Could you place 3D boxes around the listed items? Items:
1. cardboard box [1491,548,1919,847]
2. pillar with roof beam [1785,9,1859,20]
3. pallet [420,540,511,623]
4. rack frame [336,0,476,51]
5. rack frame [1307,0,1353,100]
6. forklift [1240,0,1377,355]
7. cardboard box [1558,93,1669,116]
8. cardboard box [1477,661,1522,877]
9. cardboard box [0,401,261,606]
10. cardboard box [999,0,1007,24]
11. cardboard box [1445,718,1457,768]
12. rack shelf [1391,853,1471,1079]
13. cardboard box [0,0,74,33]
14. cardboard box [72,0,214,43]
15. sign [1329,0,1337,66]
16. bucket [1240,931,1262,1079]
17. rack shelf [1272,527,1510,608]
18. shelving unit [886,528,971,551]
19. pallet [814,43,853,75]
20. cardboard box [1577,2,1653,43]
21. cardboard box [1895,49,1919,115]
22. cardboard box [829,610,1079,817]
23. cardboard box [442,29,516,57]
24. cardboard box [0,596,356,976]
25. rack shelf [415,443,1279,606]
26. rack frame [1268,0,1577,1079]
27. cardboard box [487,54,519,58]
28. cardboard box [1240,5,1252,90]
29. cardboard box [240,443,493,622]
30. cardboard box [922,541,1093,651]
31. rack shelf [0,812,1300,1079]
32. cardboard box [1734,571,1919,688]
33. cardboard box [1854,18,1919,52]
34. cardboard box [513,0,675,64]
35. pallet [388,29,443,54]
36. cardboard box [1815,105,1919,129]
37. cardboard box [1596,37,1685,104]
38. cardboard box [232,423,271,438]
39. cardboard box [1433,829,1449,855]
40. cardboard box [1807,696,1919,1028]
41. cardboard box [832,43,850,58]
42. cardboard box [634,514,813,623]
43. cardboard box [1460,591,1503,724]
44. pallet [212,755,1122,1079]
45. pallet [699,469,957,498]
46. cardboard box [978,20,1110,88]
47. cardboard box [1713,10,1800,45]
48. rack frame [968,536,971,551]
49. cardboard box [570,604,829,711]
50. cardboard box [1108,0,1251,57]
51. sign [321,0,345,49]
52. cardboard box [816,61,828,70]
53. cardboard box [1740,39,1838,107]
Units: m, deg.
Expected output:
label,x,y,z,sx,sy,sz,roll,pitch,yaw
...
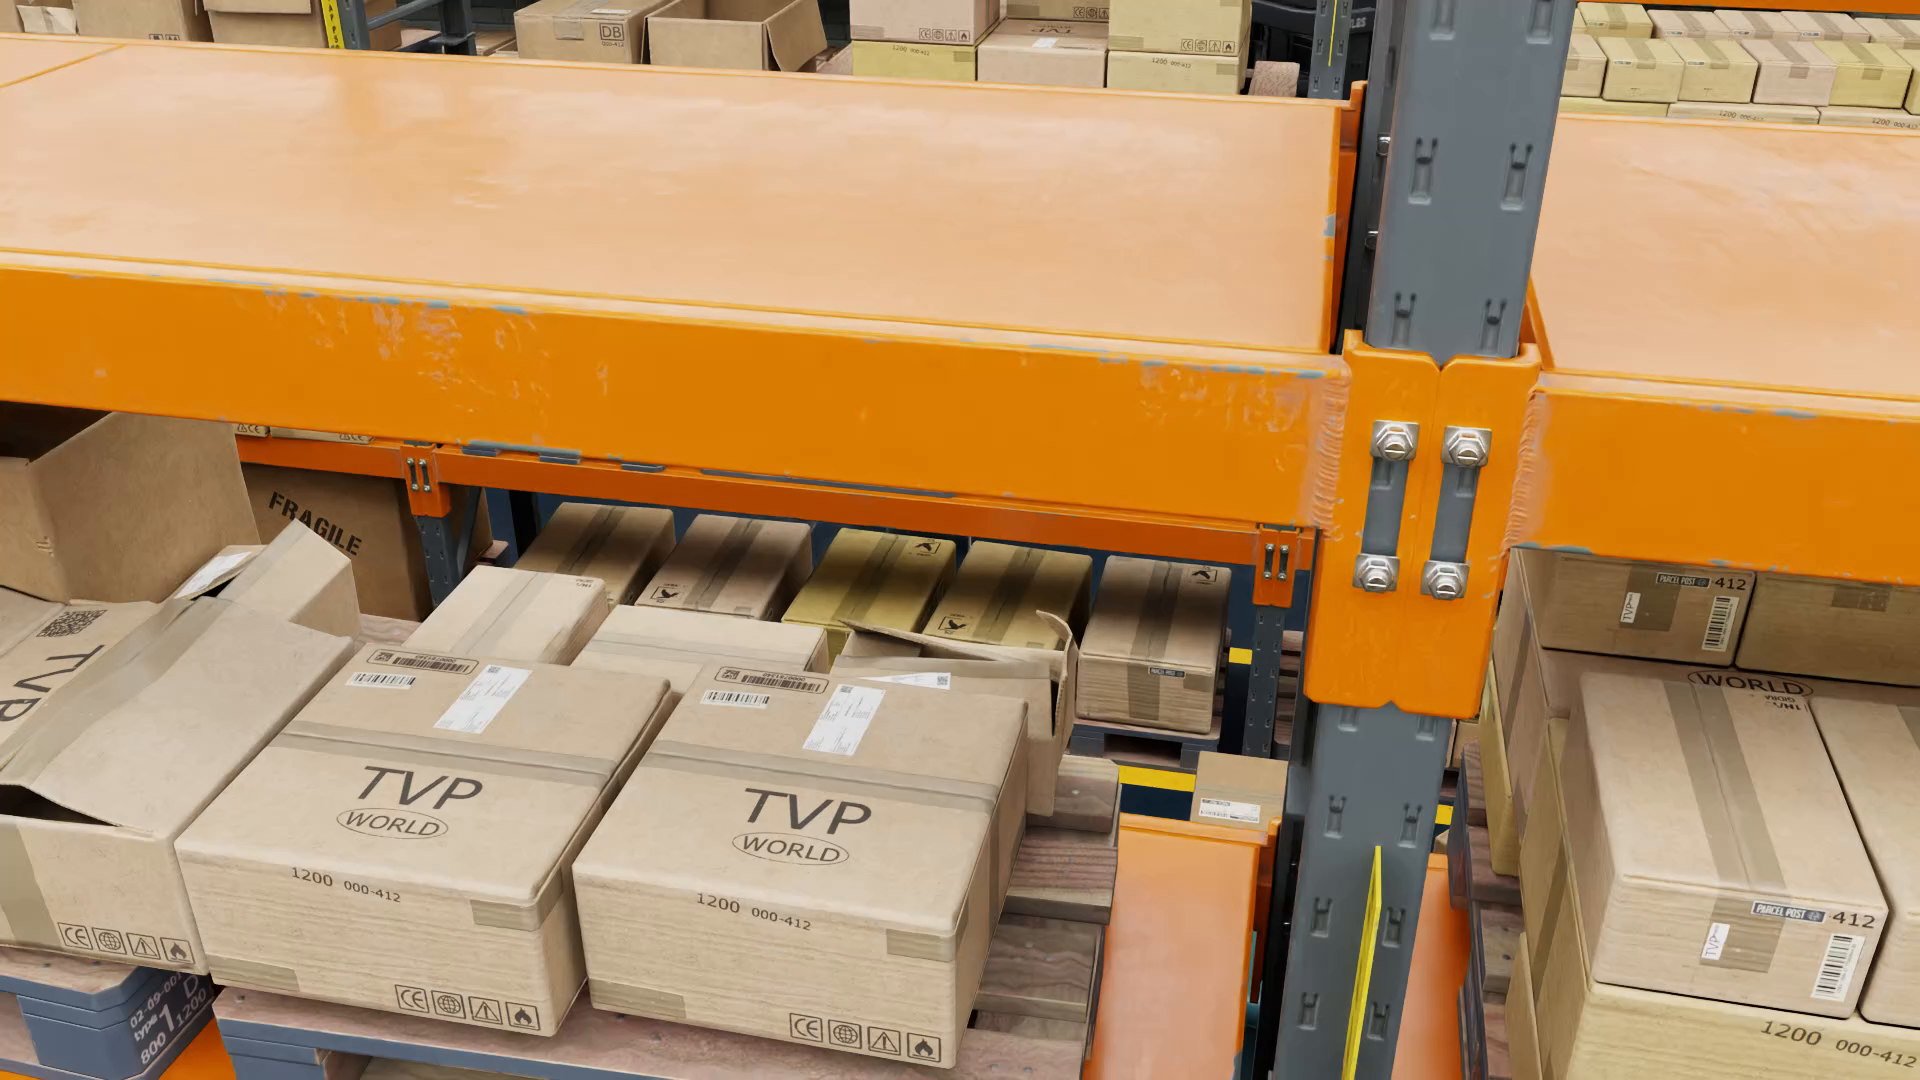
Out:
label,x,y,z,sx,sy,sz,roll,pitch,yaw
cardboard box,1.062,0.224,2.398,0.500,0.250,0.500,6,29,10
pillar with roof beam,5.015,-3.464,6.706,0.400,9.000,9.100,6,29,11
pallet,-3.205,0.277,9.024,1.213,0.211,1.003,6,29,11
rack frame,-2.450,-3.463,6.705,0.127,3.000,1.000,6,29,11
rack frame,1.462,-3.062,5.972,0.127,3.000,1.000,6,29,11
forklift,2.481,-2.146,10.618,3.031,2.935,1.130,-16,32,-27
cardboard box,2.342,-1.591,6.255,0.500,0.250,0.500,6,29,10
cardboard box,0.950,0.357,2.571,0.250,0.149,0.380,6,29,10
cardboard box,-1.626,-0.042,2.934,0.500,0.500,0.500,6,29,11
cardboard box,-0.019,-2.202,7.244,0.500,0.250,0.500,6,29,10
cardboard box,1.983,0.777,7.633,0.500,0.250,0.500,5,29,8
rack shelf,2.483,1.105,2.234,4.000,0.370,1.077,6,29,11
cardboard box,-4.234,-2.416,7.375,0.500,0.500,0.500,6,29,11
cardboard box,-3.457,-2.386,7.319,0.500,0.500,0.700,4,29,8
sign,1.350,-1.885,5.997,0.005,0.325,0.100,6,29,11
bucket,1.142,1.604,5.522,0.620,0.611,0.726,7,28,33
rack shelf,3.418,0.085,7.219,4.000,0.370,1.077,6,29,11
shelving unit,-0.162,-0.543,9.492,0.503,1.200,0.258,6,29,11
pallet,-0.134,-1.879,7.130,1.003,0.211,1.213,6,29,11
cardboard box,2.605,-2.034,6.650,0.250,0.149,0.380,7,29,12
cardboard box,3.475,-1.618,5.890,0.250,0.149,0.380,7,29,12
cardboard box,-0.011,0.242,2.660,0.396,0.266,0.258,5,29,10
cardboard box,-3.628,-3.508,12.493,0.500,0.500,0.700,6,29,10
cardboard box,-1.233,0.327,2.457,0.500,0.311,0.500,5,29,9
rack shelf,-0.494,-0.316,7.952,4.000,0.370,1.077,6,29,11
rack frame,0.527,-0.727,1.708,0.127,3.000,1.000,6,29,11
cardboard box,-2.098,-2.104,7.608,0.250,0.149,0.380,6,29,11
cardboard box,0.974,-2.112,7.079,0.500,0.250,0.500,5,29,9
cardboard box,-3.108,-0.192,8.753,0.875,0.875,0.875,6,29,10
cardboard box,0.245,0.416,8.166,0.625,0.372,0.950,8,30,14
rack shelf,-1.429,0.703,2.967,4.000,0.370,1.077,6,29,11
cardboard box,1.199,0.033,2.332,0.250,0.149,0.380,6,29,10
cardboard box,3.587,-1.884,6.375,0.250,0.149,0.380,6,29,12
cardboard box,-1.525,-2.092,7.219,0.500,0.500,0.700,6,29,11
pallet,-3.090,-2.104,7.543,1.003,0.211,1.213,7,30,13
cardboard box,3.323,-1.485,6.062,0.500,0.250,0.500,6,29,11
cardboard box,2.470,-1.719,6.074,0.250,0.149,0.380,6,29,10
cardboard box,-3.501,-0.739,8.132,0.500,0.250,0.500,6,29,11
cardboard box,2.226,1.411,6.649,0.500,0.500,0.500,-21,35,-33
cardboard box,1.062,0.342,1.768,0.250,0.149,0.380,6,29,10
cardboard box,-0.777,-3.580,12.386,0.250,0.149,0.380,7,29,12
cardboard box,-1.176,0.268,8.436,0.625,0.372,0.950,5,29,10
cardboard box,2.509,0.496,7.365,0.500,0.500,0.500,7,29,13
pallet,-0.380,0.604,2.600,1.217,0.209,0.805,5,29,9
pallet,-0.505,-0.568,7.864,1.213,0.211,1.003,6,29,11
cardboard box,0.367,-1.908,6.708,0.500,0.250,0.500,6,29,11
cardboard box,3.101,-1.958,6.511,0.250,0.149,0.380,6,29,11
rack frame,0.077,-0.518,9.447,0.015,1.200,0.240,6,29,11
cardboard box,-0.435,0.250,2.766,0.380,0.149,0.250,6,29,11
cardboard box,0.869,-2.082,6.505,0.500,0.250,0.500,7,29,12
sign,-2.574,-2.149,6.808,0.005,0.325,0.100,6,29,11
cardboard box,-0.905,-3.295,11.866,0.250,0.149,0.380,6,29,12
cardboard box,2.987,-1.696,6.032,0.250,0.149,0.380,5,29,10
